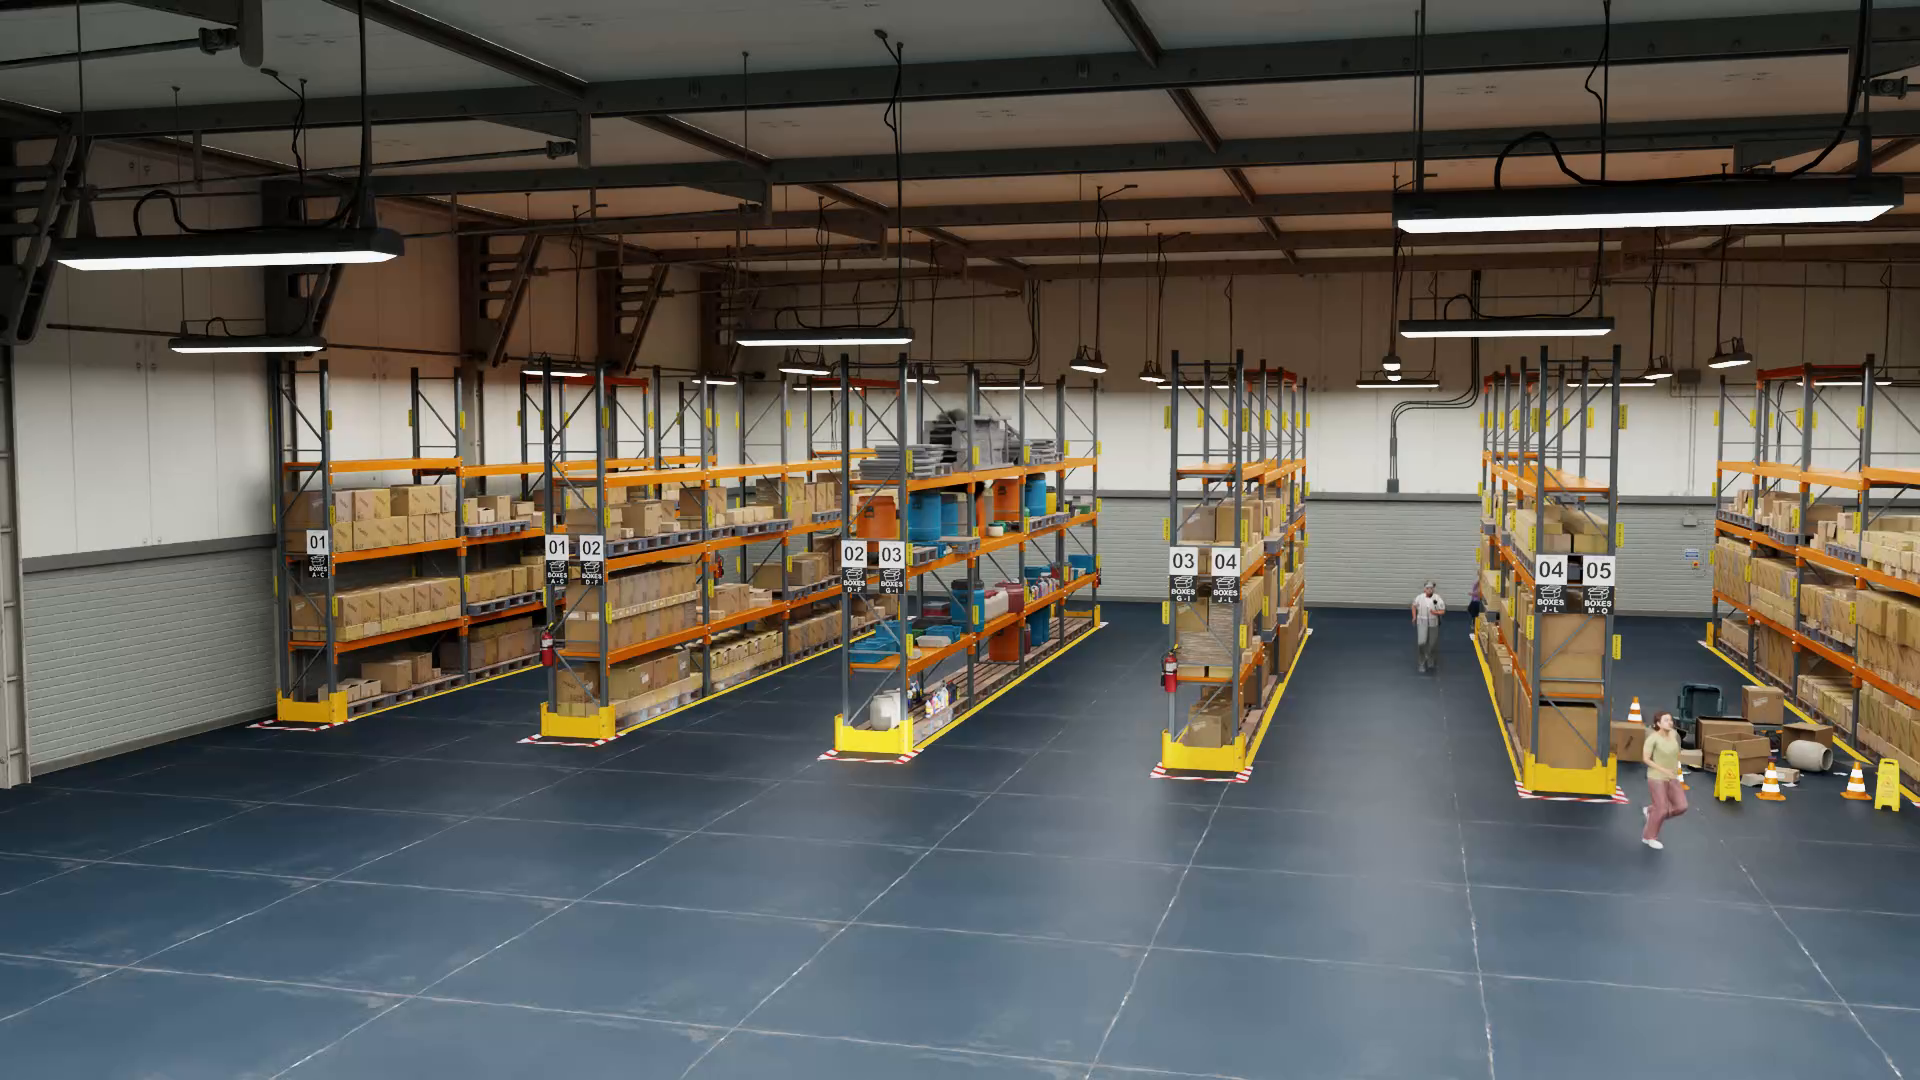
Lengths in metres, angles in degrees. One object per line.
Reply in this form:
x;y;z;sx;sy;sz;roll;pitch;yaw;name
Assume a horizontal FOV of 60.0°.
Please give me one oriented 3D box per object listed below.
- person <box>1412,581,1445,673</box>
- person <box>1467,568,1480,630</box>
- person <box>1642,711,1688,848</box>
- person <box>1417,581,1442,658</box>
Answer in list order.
9.354;1.738;33.222;0.633;1.850;0.776;1;4;13;person
12.238;1.407;39.370;0.494;1.543;0.653;2;5;28;person
8.237;2.798;19.461;0.605;1.628;0.603;-2;4;-20;person
9.766;1.678;34.612;0.535;1.663;0.677;1;4;19;person
